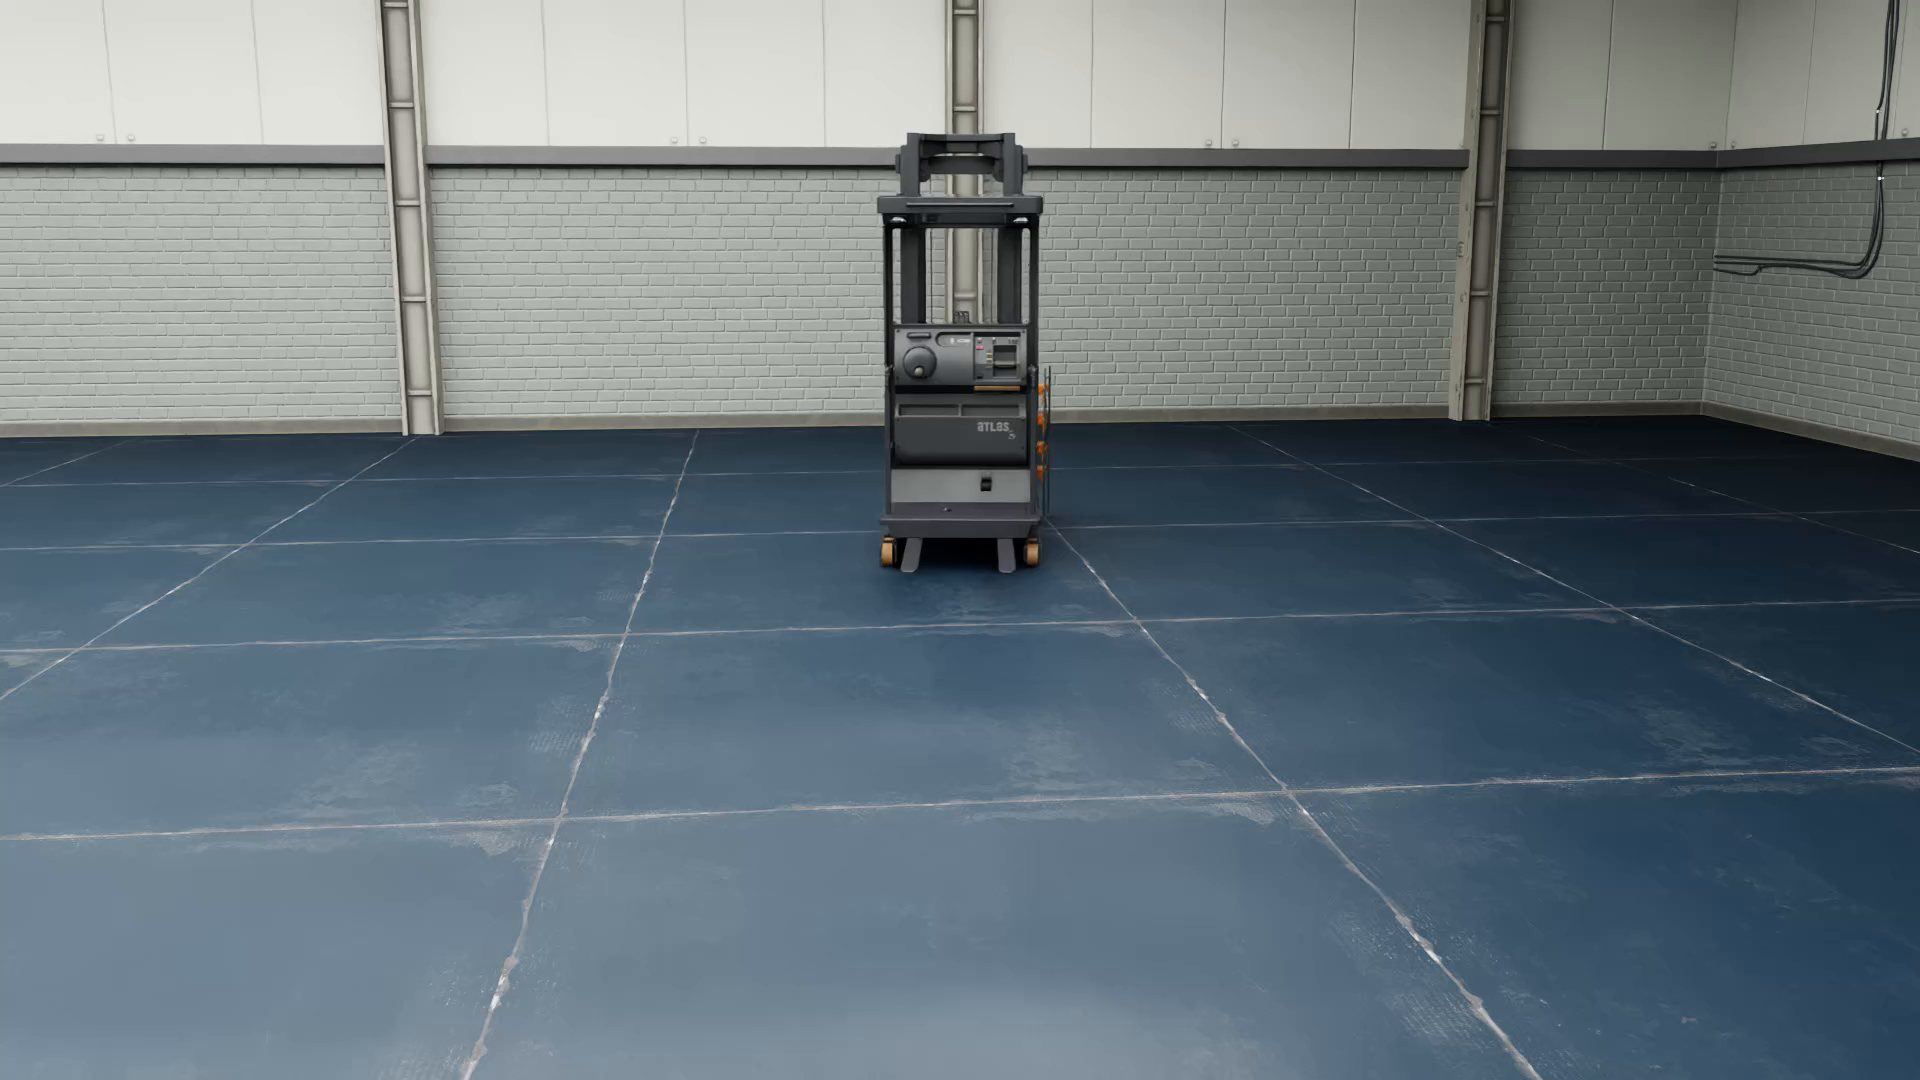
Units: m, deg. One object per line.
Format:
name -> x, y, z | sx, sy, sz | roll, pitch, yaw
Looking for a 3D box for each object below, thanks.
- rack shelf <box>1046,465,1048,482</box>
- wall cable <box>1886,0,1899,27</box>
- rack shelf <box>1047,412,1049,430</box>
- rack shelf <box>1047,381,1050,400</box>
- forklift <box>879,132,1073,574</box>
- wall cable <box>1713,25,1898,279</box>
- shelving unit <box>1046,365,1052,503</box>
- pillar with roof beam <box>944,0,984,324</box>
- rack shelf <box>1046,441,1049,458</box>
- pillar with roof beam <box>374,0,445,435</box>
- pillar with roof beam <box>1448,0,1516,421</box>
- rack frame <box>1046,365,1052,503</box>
rack shelf -> 0.454, -0.535, 13.309 | 0.480, 0.148, 0.258 | 2, 8, 12
wall cable -> 9.373, -6.089, 14.970 | 0.112, 2.526, 3.097 | -1, 11, -6
rack shelf -> 0.460, -0.953, 13.255 | 0.480, 0.148, 0.258 | 2, 8, 12
rack shelf -> 0.464, -1.188, 13.224 | 0.480, 0.148, 0.258 | 2, 8, 12
forklift -> 0.114, -1.316, 11.463 | 1.130, 2.935, 3.031 | -2, 11, -9
wall cable -> 9.081, -4.130, 18.096 | 0.112, 2.526, 3.097 | -1, 11, -6
shelving unit -> 0.458, -0.798, 13.275 | 0.503, 1.200, 0.258 | 2, 8, 12
pillar with roof beam -> 0.509, -4.895, 13.939 | 0.400, 9.000, 9.100 | -1, 11, -6
rack shelf -> 0.457, -0.731, 13.284 | 0.480, 0.148, 0.258 | 2, 8, 12
pillar with roof beam -> -5.456, -4.770, 13.304 | 0.400, 9.000, 9.100 | -1, 11, -6
pillar with roof beam -> 6.474, -5.020, 14.575 | 0.400, 9.000, 9.100 | -1, 11, -6
rack frame -> 0.696, -0.788, 13.223 | 0.015, 1.200, 0.240 | 2, 8, 12
